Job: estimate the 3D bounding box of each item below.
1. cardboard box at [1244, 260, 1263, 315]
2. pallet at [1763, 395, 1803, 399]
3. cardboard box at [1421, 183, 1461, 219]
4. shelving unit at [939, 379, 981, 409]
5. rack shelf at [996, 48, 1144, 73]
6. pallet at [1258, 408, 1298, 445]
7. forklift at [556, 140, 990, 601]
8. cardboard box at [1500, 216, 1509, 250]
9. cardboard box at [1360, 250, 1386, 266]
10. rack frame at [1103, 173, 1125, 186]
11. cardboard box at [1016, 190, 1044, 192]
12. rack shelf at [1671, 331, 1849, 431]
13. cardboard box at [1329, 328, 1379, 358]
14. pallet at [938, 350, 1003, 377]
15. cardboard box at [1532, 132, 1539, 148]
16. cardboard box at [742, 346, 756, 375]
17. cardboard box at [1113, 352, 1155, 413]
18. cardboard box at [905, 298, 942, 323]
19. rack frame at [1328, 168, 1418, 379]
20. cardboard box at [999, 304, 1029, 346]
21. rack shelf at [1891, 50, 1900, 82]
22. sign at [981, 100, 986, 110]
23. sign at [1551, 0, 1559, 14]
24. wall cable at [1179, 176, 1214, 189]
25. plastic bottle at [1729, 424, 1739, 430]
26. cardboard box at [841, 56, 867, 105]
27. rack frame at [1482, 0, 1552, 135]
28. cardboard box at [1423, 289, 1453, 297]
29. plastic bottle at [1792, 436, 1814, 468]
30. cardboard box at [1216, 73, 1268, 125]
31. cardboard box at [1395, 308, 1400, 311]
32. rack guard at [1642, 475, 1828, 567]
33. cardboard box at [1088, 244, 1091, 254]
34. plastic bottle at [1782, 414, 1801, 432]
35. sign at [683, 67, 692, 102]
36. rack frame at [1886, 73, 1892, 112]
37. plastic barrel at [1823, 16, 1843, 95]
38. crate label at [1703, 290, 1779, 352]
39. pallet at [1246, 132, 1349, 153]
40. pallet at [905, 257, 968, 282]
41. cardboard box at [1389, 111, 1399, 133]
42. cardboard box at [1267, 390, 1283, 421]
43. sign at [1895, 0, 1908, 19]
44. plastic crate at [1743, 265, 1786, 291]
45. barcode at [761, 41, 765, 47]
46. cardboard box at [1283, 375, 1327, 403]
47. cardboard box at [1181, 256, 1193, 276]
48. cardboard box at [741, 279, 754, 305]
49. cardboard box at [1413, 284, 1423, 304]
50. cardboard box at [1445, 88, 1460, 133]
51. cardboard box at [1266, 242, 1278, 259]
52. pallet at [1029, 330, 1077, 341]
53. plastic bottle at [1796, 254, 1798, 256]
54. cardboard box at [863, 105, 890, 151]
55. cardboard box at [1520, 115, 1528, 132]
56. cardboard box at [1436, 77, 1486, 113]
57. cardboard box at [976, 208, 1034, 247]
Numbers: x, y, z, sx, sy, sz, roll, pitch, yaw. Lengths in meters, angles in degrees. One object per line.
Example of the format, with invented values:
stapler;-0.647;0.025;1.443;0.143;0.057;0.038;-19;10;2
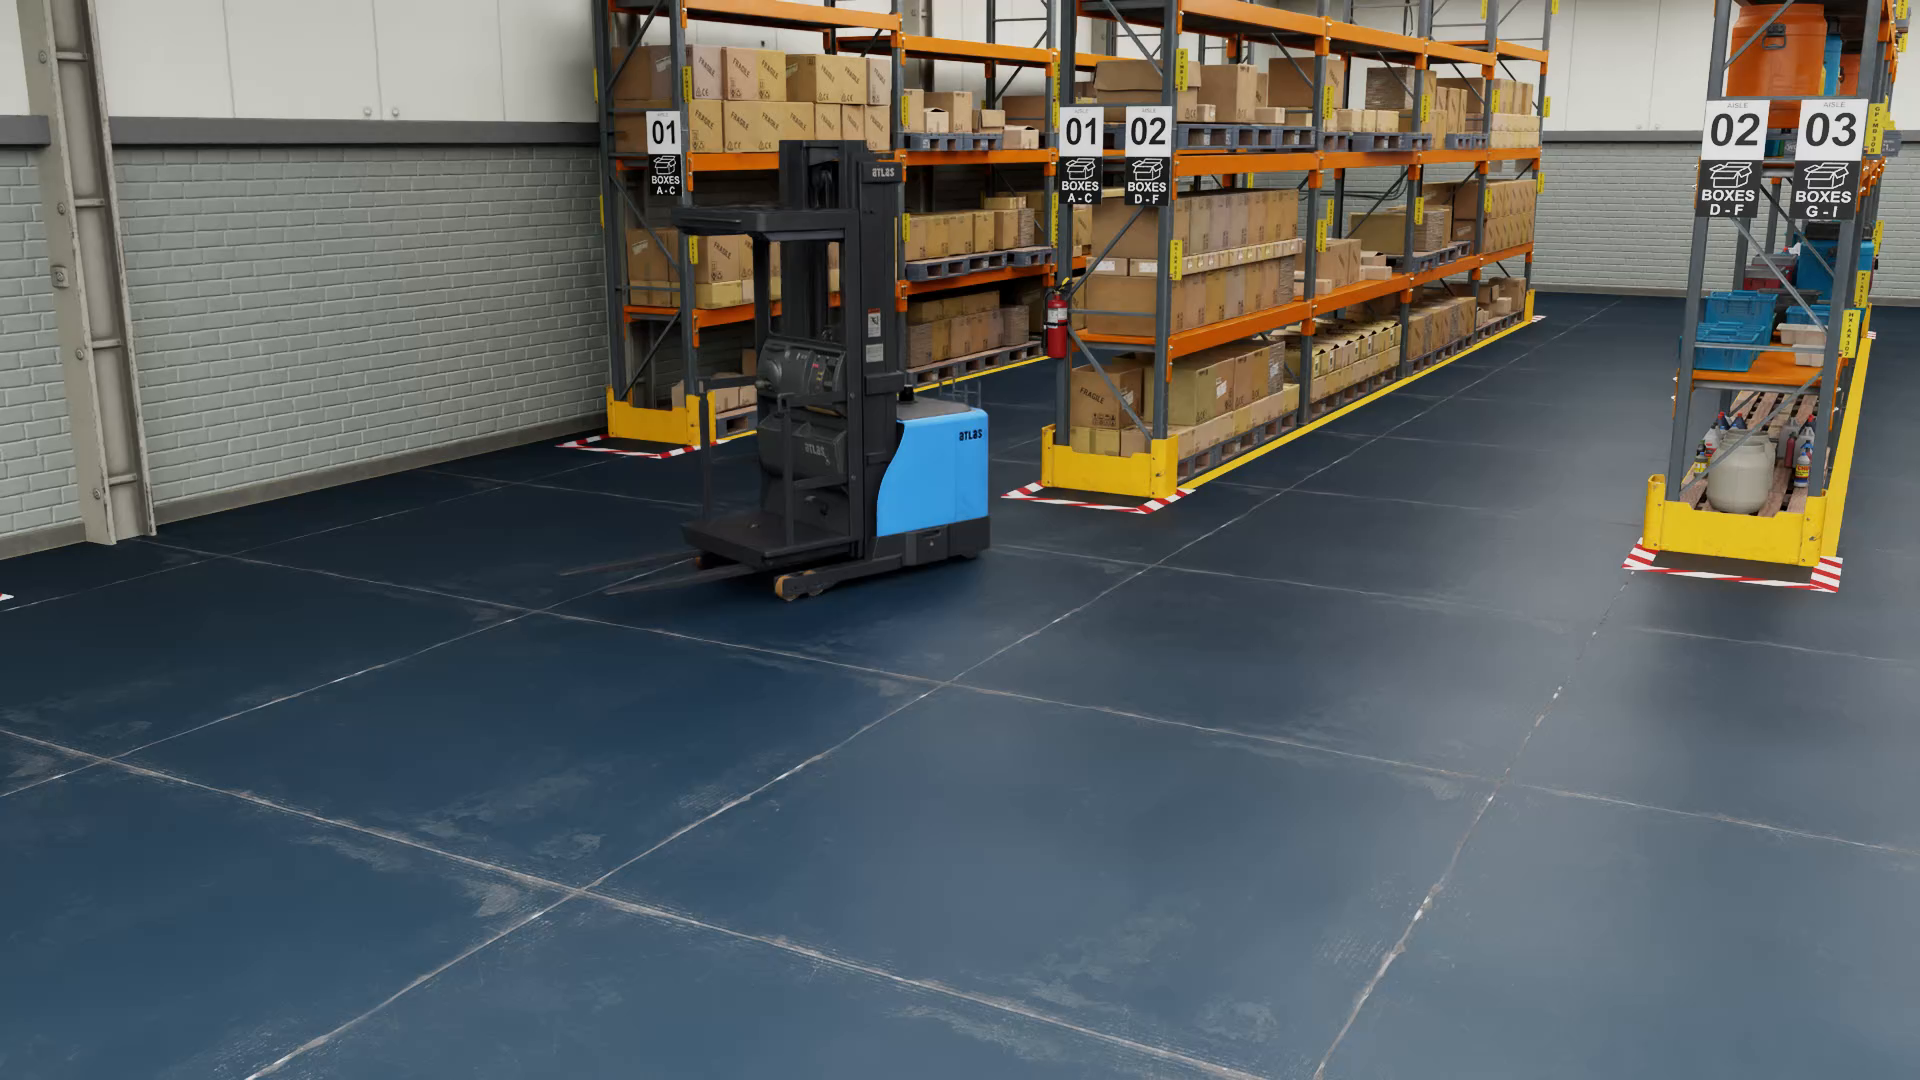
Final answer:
cardboard box;2.522;-2.473;16.178;0.700;0.500;0.500;8;16;29
pallet;9.839;-1.797;19.537;1.003;0.211;1.213;7;15;28
cardboard box;7.111;-5.037;24.678;0.500;0.500;0.500;7;15;28
shelving unit;0.000;-0.581;12.384;0.258;1.200;0.189;8;16;31
rack shelf;1.788;-6.891;24.306;1.077;0.370;4.000;7;15;28
pallet;2.805;-1.214;17.117;1.003;0.211;1.213;7;15;28
forklift;-1.233;-1.166;11.116;3.031;2.935;1.130;-11;18;-39
cardboard box;8.067;-4.699;25.411;0.500;0.500;0.500;7;15;28
cardboard box;4.946;-3.435;20.572;0.500;0.311;0.500;9;16;32
rack frame;2.755;-4.929;26.580;1.000;3.000;0.127;7;15;28
cardboard box;1.067;-4.904;23.986;0.500;0.250;0.500;7;15;26
rack shelf;6.594;-1.405;13.498;1.077;0.370;4.000;7;15;28
cardboard box;4.630;-2.342;19.623;0.500;0.311;0.500;7;15;28
pallet;-0.148;-2.344;21.804;1.003;0.211;1.213;7;15;28
cardboard box;9.010;-6.440;26.764;0.500;0.250;0.500;7;15;28
cardboard box;-1.959;-1.860;18.242;0.700;0.500;0.500;6;15;25
cardboard box;1.762;-1.489;15.682;0.500;0.500;0.500;7;15;28
cardboard box;-0.561;-2.895;20.936;0.500;0.250;0.500;7;15;27
rack frame;5.160;-3.548;20.851;1.000;3.000;0.127;7;15;28
cardboard box;0.519;-2.954;22.780;0.700;0.500;0.500;8;16;29
rack shelf;12.395;-6.589;23.054;1.077;0.370;4.000;7;15;28
sign;0.340;-5.921;23.022;0.100;0.325;0.005;7;15;28
sign;9.503;-8.570;26.550;0.100;0.325;0.005;7;15;28
wall cable;4.480;-6.614;31.399;0.084;1.984;1.851;7;15;28
plastic bottle;6.843;-0.891;14.712;0.097;0.271;0.097;0;14;0
cardboard box;-1.374;-5.043;18.261;0.500;0.500;0.500;8;16;31
rack frame;9.027;-8.106;26.956;1.000;3.000;0.127;7;15;28
cardboard box;7.121;-3.517;25.115;0.500;0.500;0.500;7;15;28
plastic bottle;7.170;-0.752;14.125;0.152;0.276;0.135;8;16;29
cardboard box;2.752;-4.433;16.713;0.500;0.500;0.500;9;16;33
cardboard box;5.657;-2.871;22.439;0.500;0.500;0.500;7;15;26
rack guard;5.622;-0.151;12.092;1.175;0.500;0.348;7;15;28
cardboard box;1.781;-4.305;24.482;0.380;0.149;0.250;8;16;29
plastic bottle;7.375;-0.943;14.759;0.144;0.351;0.185;7;15;28
sign;-2.571;-4.289;15.659;0.100;0.325;0.005;7;15;28
rack frame;11.428;-6.723;21.221;1.000;3.000;0.127;7;15;28
plastic barrel;6.986;-3.880;13.860;0.600;0.901;0.708;7;15;28
crate label;6.280;-1.770;13.401;0.502;0.435;0.616;7;15;28
pallet;3.641;-4.275;17.875;0.805;0.209;1.217;7;15;26
pallet;-0.615;-3.335;20.376;1.003;0.211;1.213;7;15;28
cardboard box;4.990;-5.038;20.055;0.500;0.250;0.500;6;15;24
cardboard box;2.943;-1.374;16.802;0.500;0.250;0.500;7;15;28
sign;9.979;-5.685;17.602;0.100;0.325;0.005;7;15;28
plastic crate;7.527;-2.331;15.664;0.402;0.464;0.583;7;15;28
barcode;-2.161;-5.433;18.217;0.001;0.075;0.075;7;15;28
cardboard box;3.638;-1.650;17.947;0.500;0.250;0.500;7;15;27
cardboard box;1.796;-2.381;14.414;0.380;0.149;0.250;7;15;27
cardboard box;-2.293;-2.576;17.098;0.500;0.250;0.500;7;15;26
cardboard box;6.163;-3.455;23.260;0.500;0.250;0.500;7;15;28
cardboard box;6.482;-5.894;22.857;0.600;0.600;0.600;7;15;27
cardboard box;2.910;-2.853;16.370;0.380;0.149;0.250;7;15;28
pallet;1.269;-2.906;24.138;1.003;0.211;1.213;7;15;28
plastic bottle;10.263;-3.378;20.420;0.097;0.271;0.097;0;14;0
cardboard box;-1.141;-4.672;18.858;0.500;0.500;0.500;8;16;30
cardboard box;8.515;-6.479;25.860;0.500;0.250;0.500;7;15;28
cardboard box;7.295;-6.466;24.206;0.700;0.500;0.500;7;15;28
cardboard box;0.603;-4.274;22.708;0.700;0.500;0.500;5;15;21
